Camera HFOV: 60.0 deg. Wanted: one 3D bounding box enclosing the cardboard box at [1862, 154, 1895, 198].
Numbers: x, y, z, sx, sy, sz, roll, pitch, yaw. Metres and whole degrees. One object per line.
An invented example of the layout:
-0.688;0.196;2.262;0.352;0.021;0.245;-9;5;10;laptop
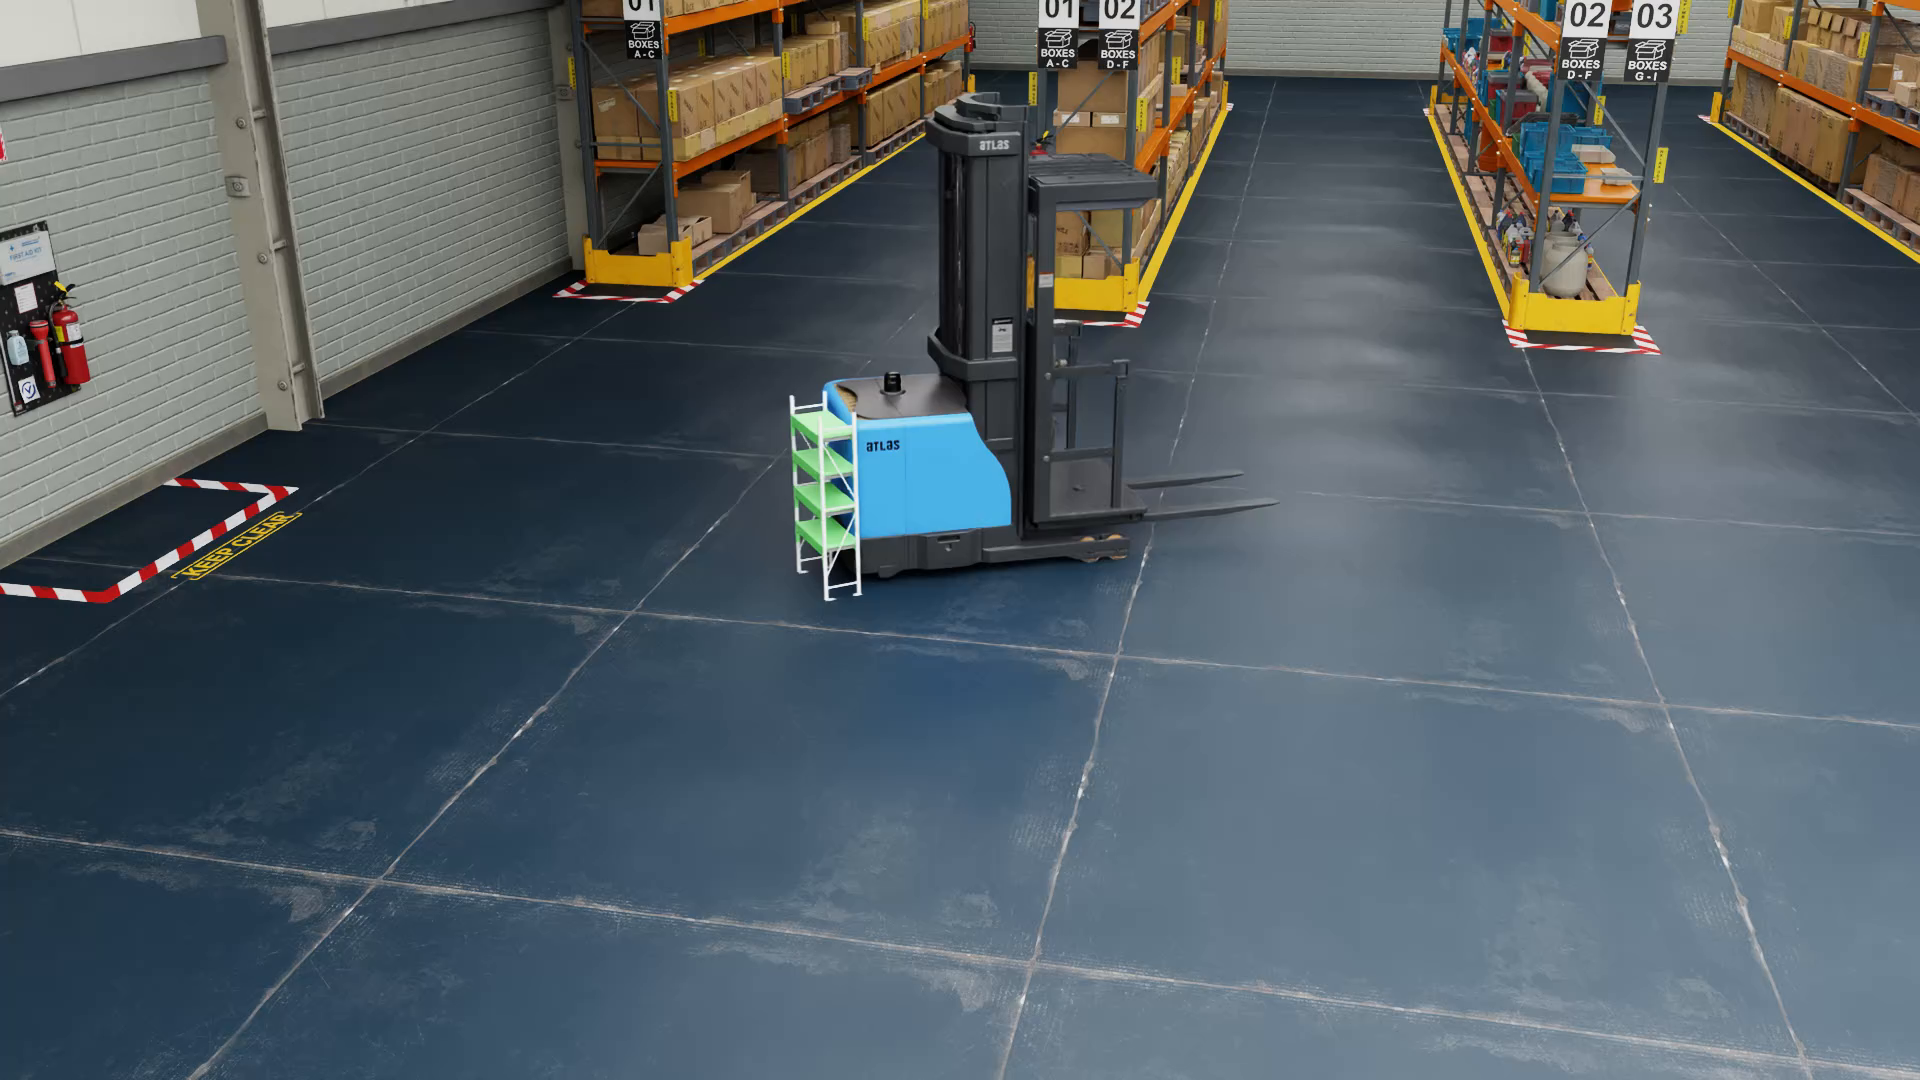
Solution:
12.487;-4.827;22.081;0.700;0.500;0.500;3;22;8;cardboard box

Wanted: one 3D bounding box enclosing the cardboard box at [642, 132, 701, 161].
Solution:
-3.166;-4.330;18.264;0.500;0.250;0.500;4;22;9;cardboard box

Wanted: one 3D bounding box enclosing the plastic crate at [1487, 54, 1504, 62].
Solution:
8.806;-7.934;27.312;0.396;0.136;0.243;4;22;11;plastic crate

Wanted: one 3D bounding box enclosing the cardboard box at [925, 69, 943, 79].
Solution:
-0.520;-8.529;30.431;0.380;0.149;0.250;4;22;9;cardboard box

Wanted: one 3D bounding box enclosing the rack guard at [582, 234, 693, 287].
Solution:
-3.561;-3.104;18.393;1.175;0.500;0.348;4;22;11;rack guard

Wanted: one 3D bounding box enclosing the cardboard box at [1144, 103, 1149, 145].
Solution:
1.799;-4.830;19.197;0.700;0.500;0.500;5;22;12;cardboard box

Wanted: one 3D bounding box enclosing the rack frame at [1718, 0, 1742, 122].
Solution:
14.236;-8.955;29.573;1.000;3.000;0.127;4;22;11;rack frame

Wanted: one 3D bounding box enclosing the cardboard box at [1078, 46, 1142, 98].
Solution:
1.597;-5.074;18.068;0.700;0.500;0.500;5;22;11;cardboard box

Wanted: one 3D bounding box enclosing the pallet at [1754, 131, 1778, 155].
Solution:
13.652;-6.471;27.138;1.003;0.211;1.213;4;22;11;pallet

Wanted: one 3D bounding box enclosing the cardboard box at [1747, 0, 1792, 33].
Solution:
13.672;-8.843;28.095;0.500;0.500;0.500;4;22;9;cardboard box

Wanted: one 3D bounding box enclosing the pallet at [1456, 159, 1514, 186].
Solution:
7.875;-5.405;24.491;1.003;0.211;1.213;4;22;11;pallet

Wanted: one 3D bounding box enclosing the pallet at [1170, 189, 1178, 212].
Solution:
2.449;-4.749;22.863;1.003;0.211;1.213;4;22;11;pallet

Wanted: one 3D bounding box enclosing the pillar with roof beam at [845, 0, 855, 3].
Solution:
2.383;-11.401;27.617;9.100;9.000;0.400;4;22;11;pillar with roof beam

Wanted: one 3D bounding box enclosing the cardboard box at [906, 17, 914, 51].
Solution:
-1.069;-8.443;27.744;0.500;0.500;0.500;5;22;11;cardboard box

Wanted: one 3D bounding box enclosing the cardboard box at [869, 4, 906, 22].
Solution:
-1.190;-8.603;27.137;0.500;0.250;0.500;5;22;12;cardboard box

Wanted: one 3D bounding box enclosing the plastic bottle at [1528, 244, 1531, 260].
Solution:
6.301;-3.230;18.516;0.097;0.201;0.097;0;22;0;plastic bottle

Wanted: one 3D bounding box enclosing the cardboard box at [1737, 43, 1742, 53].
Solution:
13.738;-8.546;28.895;0.380;0.149;0.250;4;22;10;cardboard box

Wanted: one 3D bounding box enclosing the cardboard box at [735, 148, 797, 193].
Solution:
-2.626;-5.014;22.545;0.700;0.500;0.500;5;23;13;cardboard box

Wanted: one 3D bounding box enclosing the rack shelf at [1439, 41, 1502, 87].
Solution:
8.979;-8.267;28.829;1.077;0.370;4.000;4;22;11;rack shelf

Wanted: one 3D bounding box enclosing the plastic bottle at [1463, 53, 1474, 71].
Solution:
8.029;-7.538;26.221;0.152;0.276;0.135;4;22;11;plastic bottle

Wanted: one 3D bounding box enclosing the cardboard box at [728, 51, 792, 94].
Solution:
-2.623;-6.133;21.844;0.700;0.500;0.500;5;22;11;cardboard box

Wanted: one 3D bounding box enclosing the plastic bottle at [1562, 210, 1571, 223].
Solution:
7.089;-3.662;19.387;0.144;0.351;0.185;4;22;9;plastic bottle

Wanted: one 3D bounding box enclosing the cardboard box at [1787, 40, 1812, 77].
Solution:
13.081;-7.389;25.552;0.500;0.500;0.500;5;22;11;cardboard box

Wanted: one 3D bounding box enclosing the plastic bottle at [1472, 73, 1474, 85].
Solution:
7.628;-6.834;24.573;0.097;0.201;0.097;0;22;0;plastic bottle

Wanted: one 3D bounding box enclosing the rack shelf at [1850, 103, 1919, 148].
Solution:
12.196;-4.964;20.627;1.077;0.370;4.000;4;22;11;rack shelf

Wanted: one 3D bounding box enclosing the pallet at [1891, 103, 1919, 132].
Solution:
12.240;-5.213;20.539;1.003;0.211;1.213;4;22;11;pallet

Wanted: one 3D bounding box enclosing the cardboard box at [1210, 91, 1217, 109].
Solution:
4.446;-8.077;30.486;0.500;0.250;0.500;4;22;11;cardboard box

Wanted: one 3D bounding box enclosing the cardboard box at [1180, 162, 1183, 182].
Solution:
2.831;-5.122;23.174;0.500;0.250;0.500;5;22;12;cardboard box

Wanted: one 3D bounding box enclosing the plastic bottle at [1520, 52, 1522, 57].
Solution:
8.666;-7.418;25.823;0.144;0.351;0.185;4;22;11;plastic bottle

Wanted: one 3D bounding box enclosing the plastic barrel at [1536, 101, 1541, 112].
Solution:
7.359;-5.352;20.813;0.301;0.262;0.301;0;22;0;plastic barrel

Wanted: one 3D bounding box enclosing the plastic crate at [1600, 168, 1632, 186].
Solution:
6.620;-3.661;16.783;0.298;0.136;0.250;4;22;11;plastic crate

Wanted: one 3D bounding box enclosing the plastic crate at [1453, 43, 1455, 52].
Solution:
8.632;-8.435;28.555;0.293;0.136;0.466;4;22;11;plastic crate

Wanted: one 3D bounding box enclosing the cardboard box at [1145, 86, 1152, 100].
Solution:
1.984;-5.090;18.975;0.380;0.149;0.250;5;22;12;cardboard box

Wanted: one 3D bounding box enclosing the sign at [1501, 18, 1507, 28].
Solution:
9.929;-9.372;30.391;0.100;0.325;0.005;4;22;11;sign

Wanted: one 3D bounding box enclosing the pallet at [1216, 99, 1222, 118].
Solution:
4.362;-8.098;31.180;1.003;0.211;1.213;4;22;11;pallet

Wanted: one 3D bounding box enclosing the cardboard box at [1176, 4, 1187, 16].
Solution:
3.573;-8.963;28.122;0.500;0.500;0.500;5;22;11;cardboard box

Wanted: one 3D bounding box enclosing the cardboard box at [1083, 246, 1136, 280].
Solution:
1.601;-2.958;17.803;0.500;0.250;0.500;4;22;11;cardboard box

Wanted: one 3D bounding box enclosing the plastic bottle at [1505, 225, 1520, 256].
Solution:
6.205;-3.363;18.646;0.144;0.351;0.185;5;23;13;plastic bottle

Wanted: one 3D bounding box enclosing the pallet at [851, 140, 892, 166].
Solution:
-1.709;-6.151;26.344;1.003;0.211;1.213;4;22;11;pallet

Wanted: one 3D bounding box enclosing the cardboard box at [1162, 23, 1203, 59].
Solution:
3.423;-7.839;26.106;0.700;0.500;0.500;-1;22;-3;cardboard box

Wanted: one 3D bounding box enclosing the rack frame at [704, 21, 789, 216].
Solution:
-2.760;-5.699;21.489;1.000;3.000;0.127;4;22;11;rack frame

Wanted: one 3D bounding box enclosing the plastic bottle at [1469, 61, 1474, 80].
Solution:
7.718;-7.067;25.043;0.061;0.283;0.133;4;22;11;plastic bottle

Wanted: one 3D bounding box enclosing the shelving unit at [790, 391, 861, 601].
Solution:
-0.845;-0.278;10.436;0.258;1.200;0.503;-10;24;-23;shelving unit

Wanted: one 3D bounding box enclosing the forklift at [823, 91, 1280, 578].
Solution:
0.646;-1.395;10.894;3.031;2.935;1.130;-5;23;-13;forklift

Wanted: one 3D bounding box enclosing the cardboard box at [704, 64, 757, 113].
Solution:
-2.763;-5.424;19.976;0.500;0.500;0.500;4;22;9;cardboard box

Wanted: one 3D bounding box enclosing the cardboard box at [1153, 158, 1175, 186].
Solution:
2.526;-4.817;21.667;0.500;0.311;0.500;4;22;10;cardboard box

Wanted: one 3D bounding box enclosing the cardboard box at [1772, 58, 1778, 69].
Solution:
13.214;-7.606;26.561;0.380;0.149;0.250;5;22;12;cardboard box

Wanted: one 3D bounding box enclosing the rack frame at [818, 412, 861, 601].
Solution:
-0.739;-0.195;10.231;0.240;1.200;0.015;-10;24;-23;rack frame

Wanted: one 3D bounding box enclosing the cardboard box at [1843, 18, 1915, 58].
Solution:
12.904;-7.045;23.355;0.797;0.503;0.637;5;22;12;cardboard box

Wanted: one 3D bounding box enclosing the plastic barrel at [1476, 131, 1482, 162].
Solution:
7.866;-5.841;24.610;0.421;0.512;0.421;0;22;0;plastic barrel

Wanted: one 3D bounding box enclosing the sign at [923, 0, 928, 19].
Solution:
-0.594;-9.087;28.458;0.100;0.325;0.005;4;22;11;sign

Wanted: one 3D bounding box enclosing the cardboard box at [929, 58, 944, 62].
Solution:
-0.526;-9.221;32.150;0.380;0.149;0.250;5;22;11;cardboard box

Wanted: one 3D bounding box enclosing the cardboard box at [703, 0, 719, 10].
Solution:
-3.017;-6.170;18.483;0.500;0.500;0.500;6;23;13;cardboard box

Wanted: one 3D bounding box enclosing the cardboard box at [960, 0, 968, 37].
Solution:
-0.406;-10.040;31.865;0.980;0.700;0.700;5;23;13;cardboard box

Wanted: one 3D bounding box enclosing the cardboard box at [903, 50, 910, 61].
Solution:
-1.041;-8.086;27.725;0.380;0.149;0.250;4;22;11;cardboard box
